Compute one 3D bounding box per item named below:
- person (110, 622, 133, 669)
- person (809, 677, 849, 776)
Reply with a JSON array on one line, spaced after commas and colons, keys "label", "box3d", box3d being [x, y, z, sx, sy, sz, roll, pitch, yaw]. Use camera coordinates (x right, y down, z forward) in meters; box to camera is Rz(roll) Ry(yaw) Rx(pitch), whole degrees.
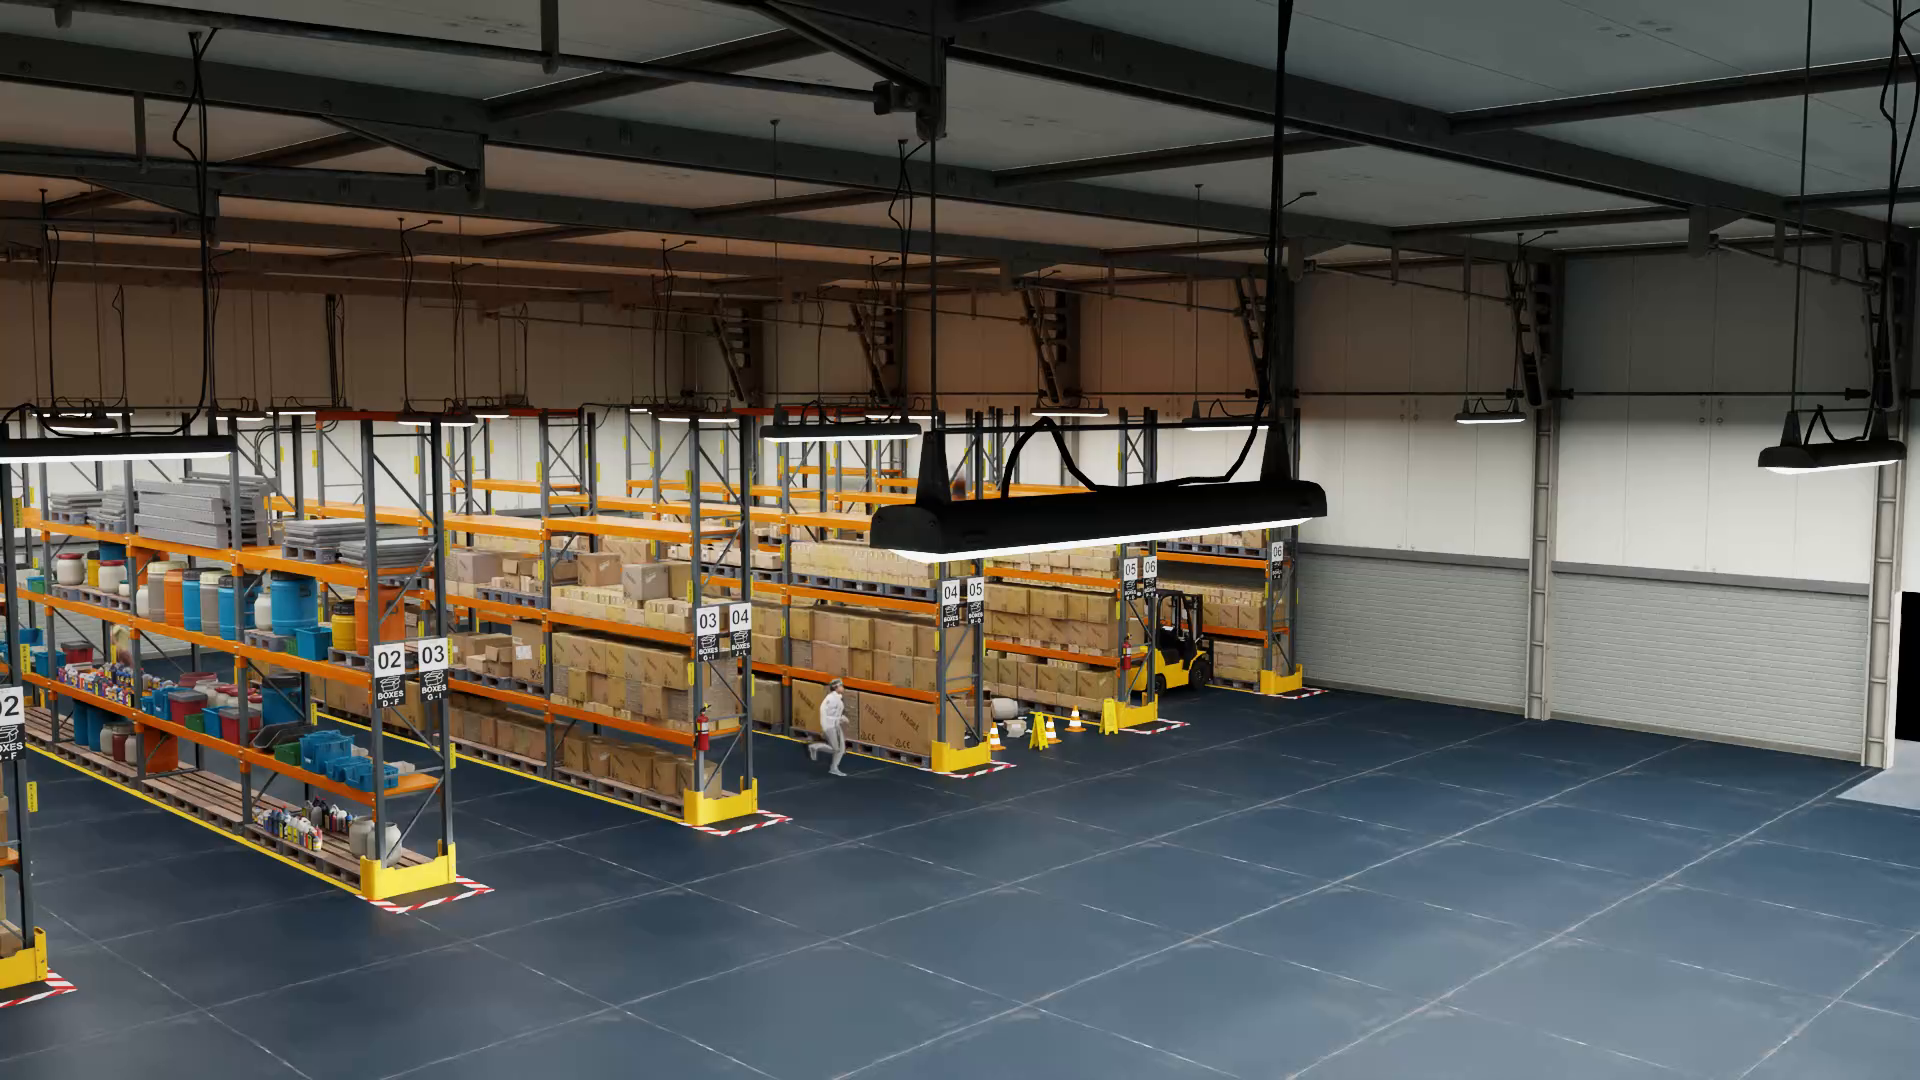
[{"label": "person", "box3d": [-17.739, 2.420, 35.124, 0.735, 1.663, 0.544, -4, 7, -40]}, {"label": "person", "box3d": [-2.181, 3.091, 27.608, 0.668, 1.656, 0.646, 1, 5, 16]}]
